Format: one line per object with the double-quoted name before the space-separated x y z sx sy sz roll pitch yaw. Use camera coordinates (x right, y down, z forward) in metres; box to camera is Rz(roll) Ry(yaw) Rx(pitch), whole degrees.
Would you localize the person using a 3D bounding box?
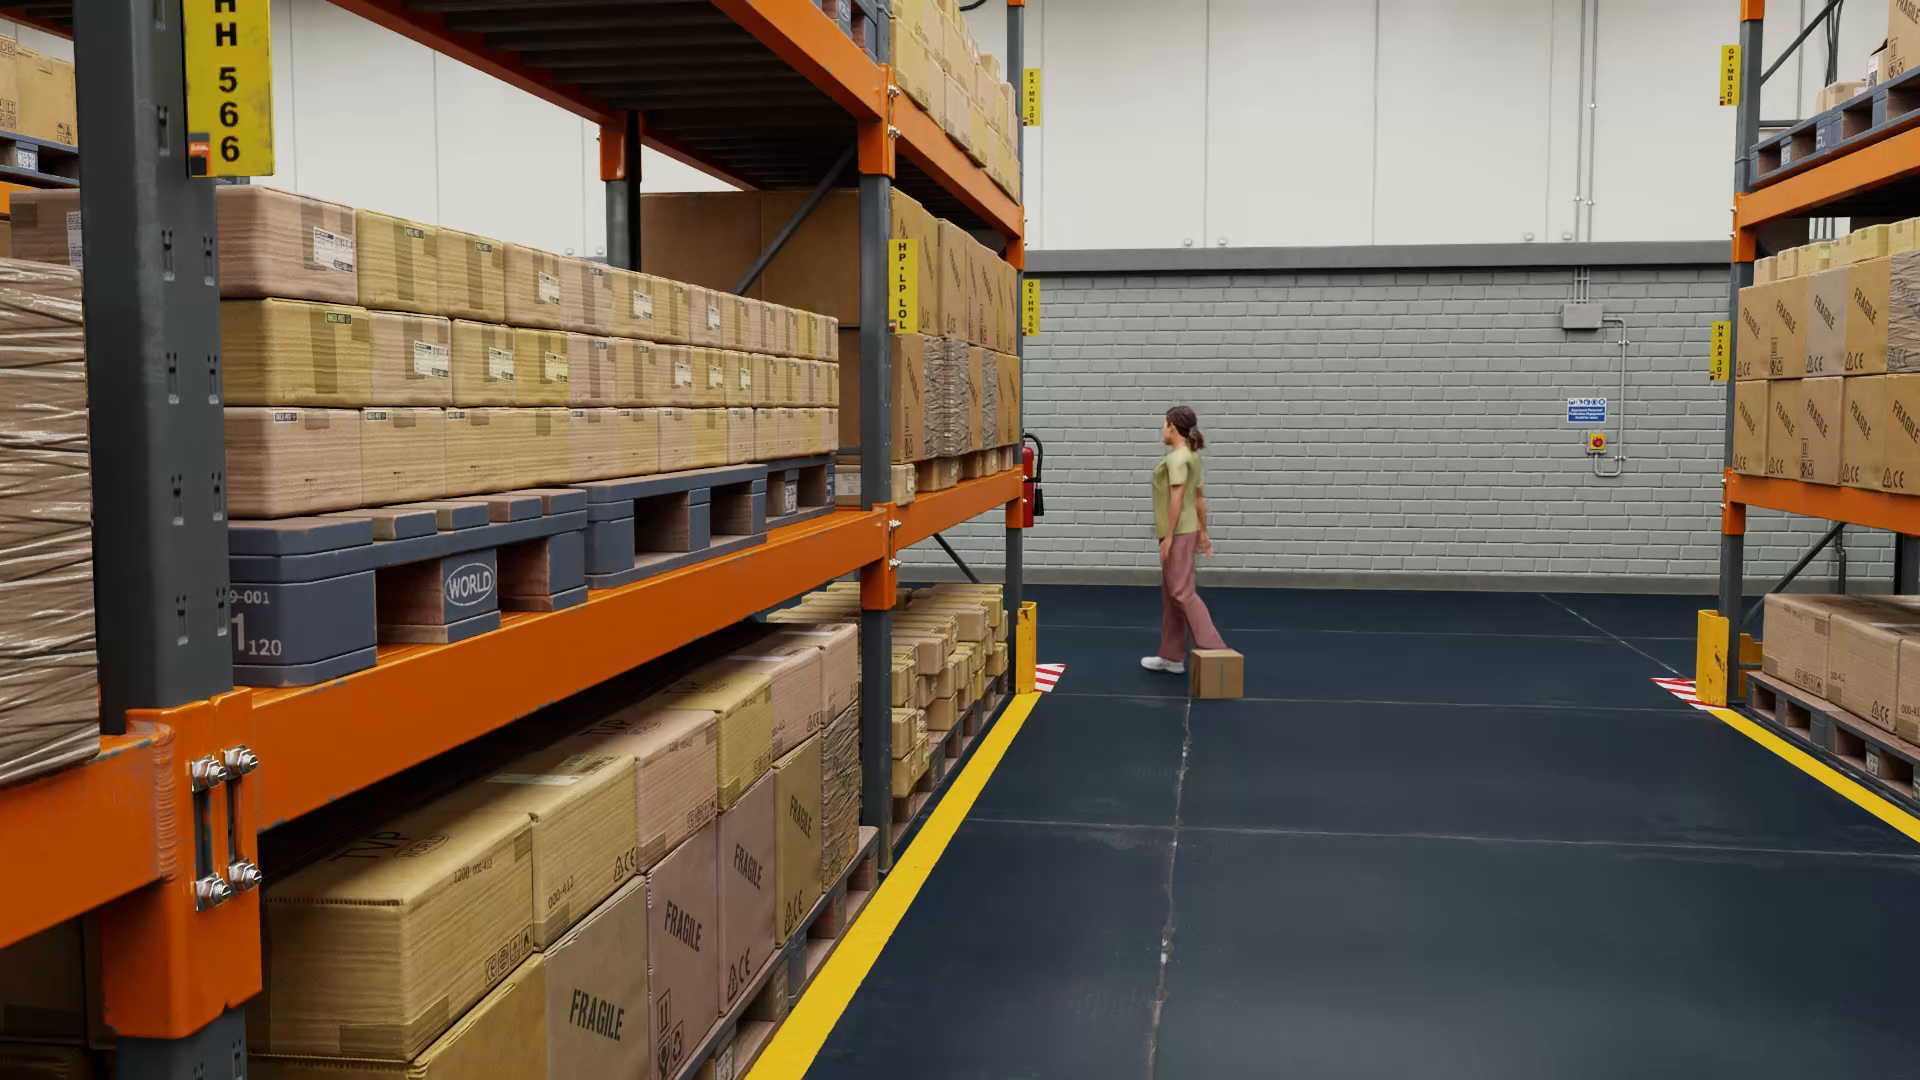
"person" 1.386 0.002 10.260 0.605 1.664 0.604 2 5 21
